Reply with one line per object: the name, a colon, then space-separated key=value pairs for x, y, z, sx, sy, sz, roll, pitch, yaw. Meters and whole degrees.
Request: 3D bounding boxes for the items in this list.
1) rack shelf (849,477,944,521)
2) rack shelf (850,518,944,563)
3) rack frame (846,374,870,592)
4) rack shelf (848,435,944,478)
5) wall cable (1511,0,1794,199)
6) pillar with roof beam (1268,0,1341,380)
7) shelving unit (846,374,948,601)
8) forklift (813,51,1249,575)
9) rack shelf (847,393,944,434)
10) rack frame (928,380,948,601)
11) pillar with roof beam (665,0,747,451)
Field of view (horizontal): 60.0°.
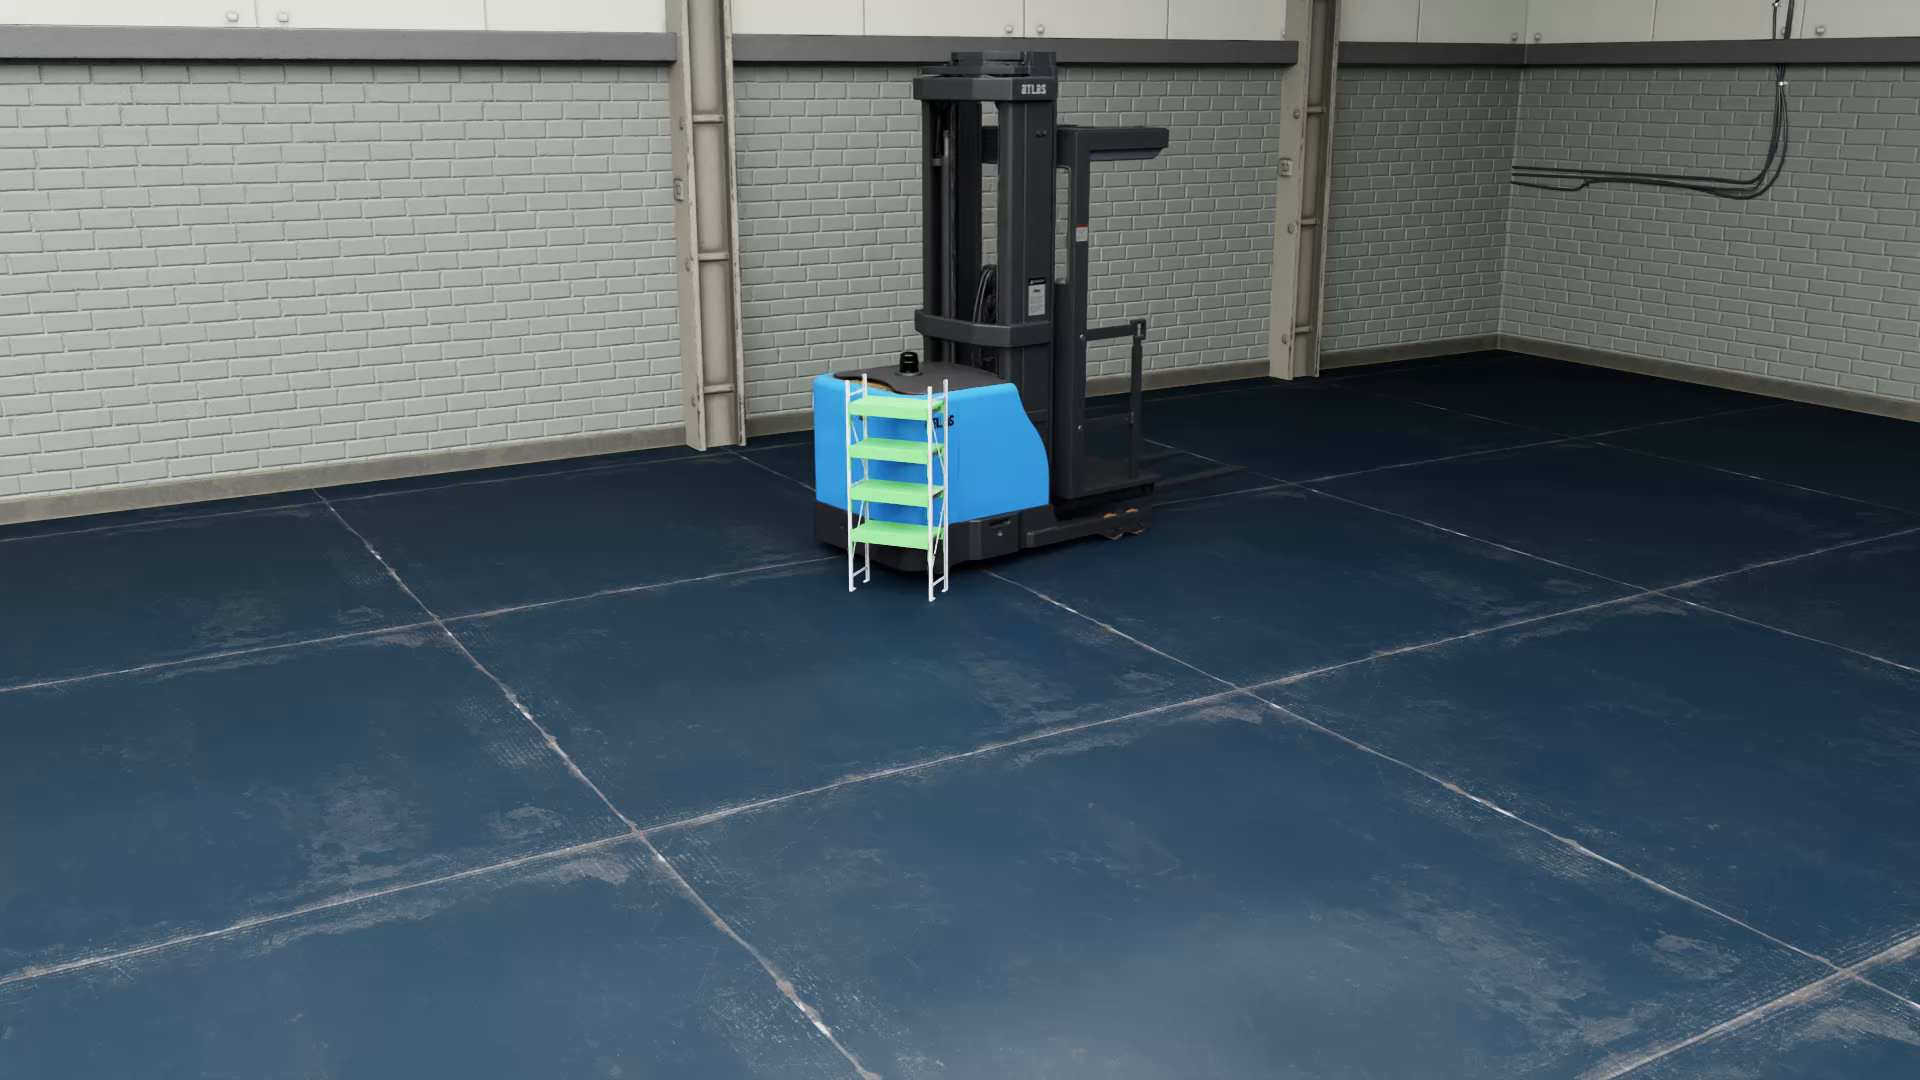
rack shelf: x=-0.346 y=-0.232 z=9.250 sx=0.480 sy=0.148 sz=0.258 roll=6 pitch=17 yaw=21
rack shelf: x=-0.346 y=-0.001 z=9.315 sx=0.480 sy=0.148 sz=0.258 roll=6 pitch=17 yaw=21
rack frame: x=-0.572 y=-0.318 z=9.321 sx=0.015 sy=1.200 sz=0.240 roll=6 pitch=17 yaw=21
rack shelf: x=-0.346 y=-0.463 z=9.186 sx=0.480 sy=0.148 sz=0.258 roll=6 pitch=17 yaw=21
wall cable: x=6.426 y=-4.528 z=15.644 sx=0.112 sy=2.526 sz=3.097 roll=-9 pitch=18 yaw=-30
pillar with roof beam: x=5.437 y=-4.924 z=11.303 sx=0.400 sy=9.000 sz=9.100 roll=-9 pitch=18 yaw=-30
shelving unit: x=-0.346 y=-0.293 z=9.233 sx=0.503 sy=1.200 sz=0.258 roll=6 pitch=17 yaw=21
forklift: x=0.578 y=-1.512 z=10.375 sx=3.031 sy=2.935 sz=1.130 roll=-12 pitch=20 yaw=-36
rack shelf: x=-0.346 y=-0.694 z=9.121 sx=0.480 sy=0.148 sz=0.258 roll=6 pitch=17 yaw=21
rack frame: x=-0.120 y=-0.269 z=9.145 sx=0.015 sy=1.200 sz=0.240 roll=6 pitch=17 yaw=21
pillar with roof beam: x=0.294 y=-4.090 z=8.327 sx=0.400 sy=9.000 sz=9.100 roll=-9 pitch=18 yaw=-30
